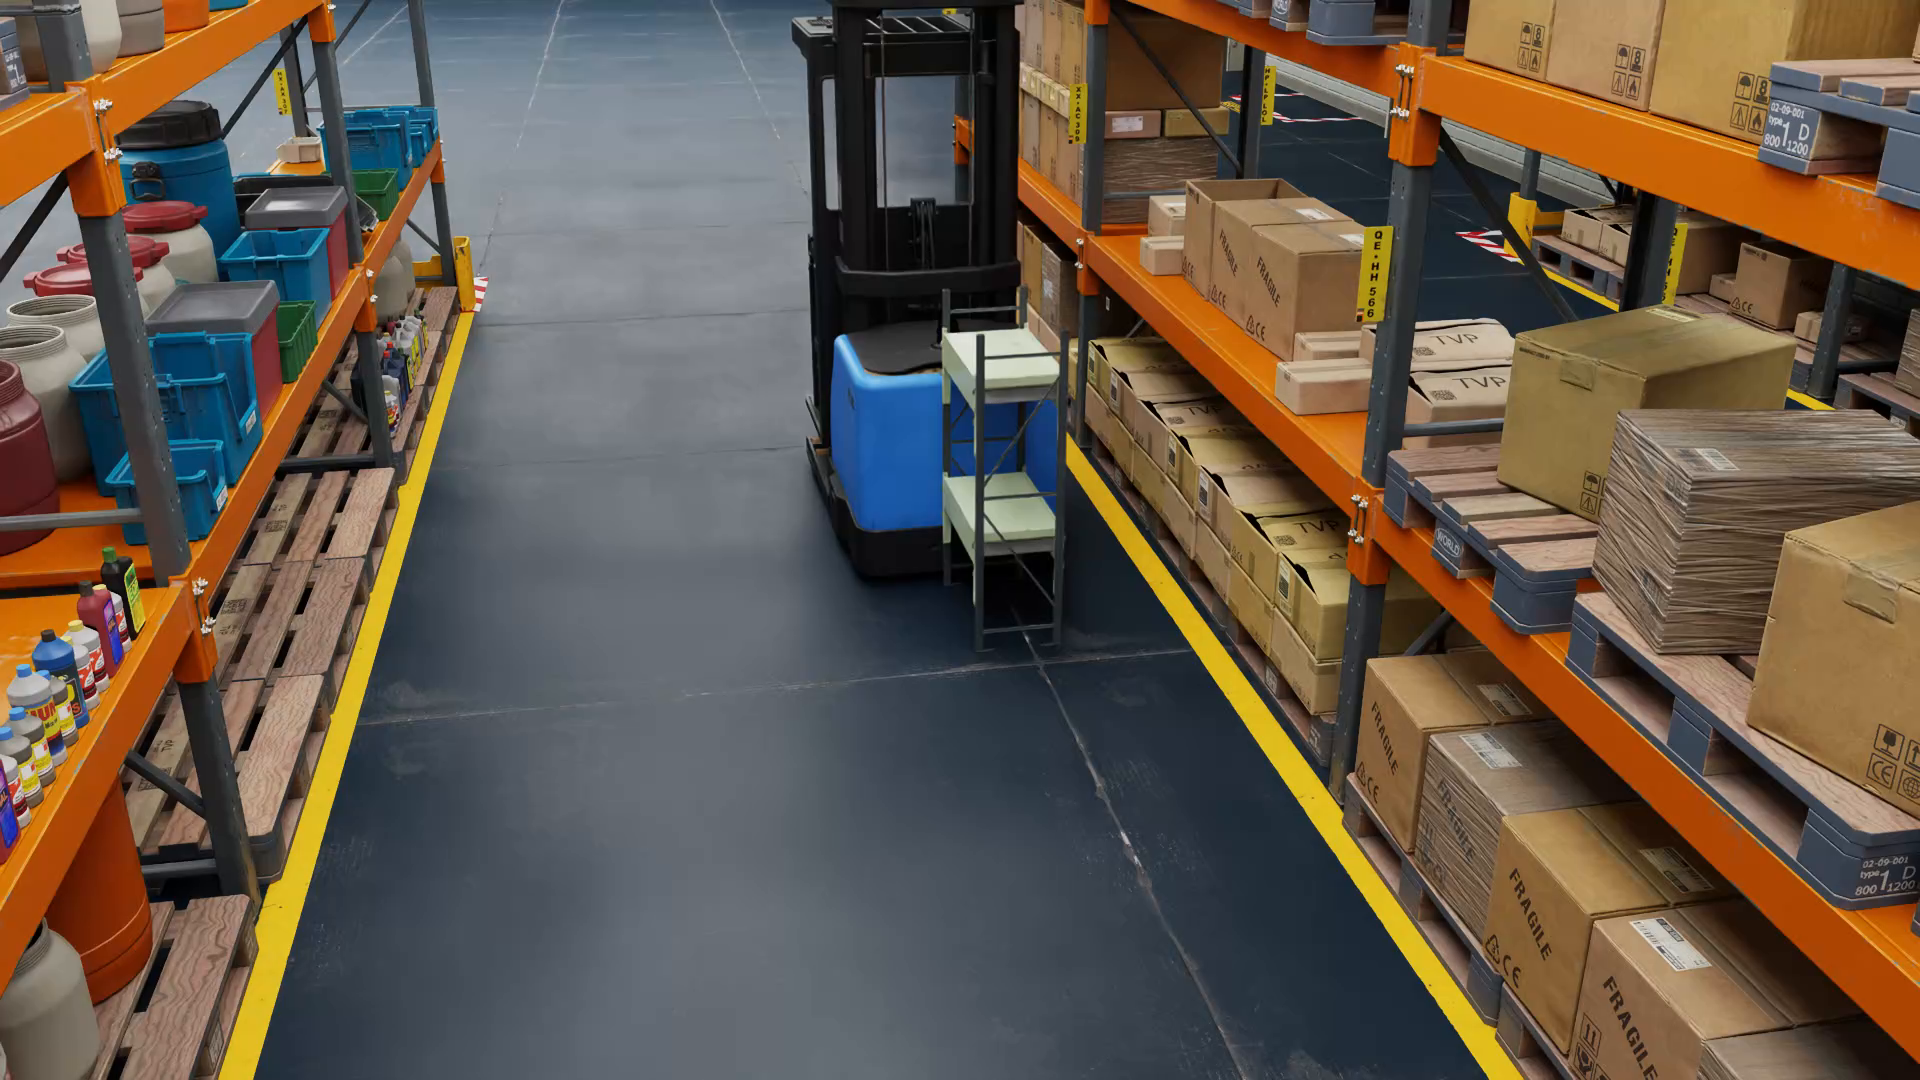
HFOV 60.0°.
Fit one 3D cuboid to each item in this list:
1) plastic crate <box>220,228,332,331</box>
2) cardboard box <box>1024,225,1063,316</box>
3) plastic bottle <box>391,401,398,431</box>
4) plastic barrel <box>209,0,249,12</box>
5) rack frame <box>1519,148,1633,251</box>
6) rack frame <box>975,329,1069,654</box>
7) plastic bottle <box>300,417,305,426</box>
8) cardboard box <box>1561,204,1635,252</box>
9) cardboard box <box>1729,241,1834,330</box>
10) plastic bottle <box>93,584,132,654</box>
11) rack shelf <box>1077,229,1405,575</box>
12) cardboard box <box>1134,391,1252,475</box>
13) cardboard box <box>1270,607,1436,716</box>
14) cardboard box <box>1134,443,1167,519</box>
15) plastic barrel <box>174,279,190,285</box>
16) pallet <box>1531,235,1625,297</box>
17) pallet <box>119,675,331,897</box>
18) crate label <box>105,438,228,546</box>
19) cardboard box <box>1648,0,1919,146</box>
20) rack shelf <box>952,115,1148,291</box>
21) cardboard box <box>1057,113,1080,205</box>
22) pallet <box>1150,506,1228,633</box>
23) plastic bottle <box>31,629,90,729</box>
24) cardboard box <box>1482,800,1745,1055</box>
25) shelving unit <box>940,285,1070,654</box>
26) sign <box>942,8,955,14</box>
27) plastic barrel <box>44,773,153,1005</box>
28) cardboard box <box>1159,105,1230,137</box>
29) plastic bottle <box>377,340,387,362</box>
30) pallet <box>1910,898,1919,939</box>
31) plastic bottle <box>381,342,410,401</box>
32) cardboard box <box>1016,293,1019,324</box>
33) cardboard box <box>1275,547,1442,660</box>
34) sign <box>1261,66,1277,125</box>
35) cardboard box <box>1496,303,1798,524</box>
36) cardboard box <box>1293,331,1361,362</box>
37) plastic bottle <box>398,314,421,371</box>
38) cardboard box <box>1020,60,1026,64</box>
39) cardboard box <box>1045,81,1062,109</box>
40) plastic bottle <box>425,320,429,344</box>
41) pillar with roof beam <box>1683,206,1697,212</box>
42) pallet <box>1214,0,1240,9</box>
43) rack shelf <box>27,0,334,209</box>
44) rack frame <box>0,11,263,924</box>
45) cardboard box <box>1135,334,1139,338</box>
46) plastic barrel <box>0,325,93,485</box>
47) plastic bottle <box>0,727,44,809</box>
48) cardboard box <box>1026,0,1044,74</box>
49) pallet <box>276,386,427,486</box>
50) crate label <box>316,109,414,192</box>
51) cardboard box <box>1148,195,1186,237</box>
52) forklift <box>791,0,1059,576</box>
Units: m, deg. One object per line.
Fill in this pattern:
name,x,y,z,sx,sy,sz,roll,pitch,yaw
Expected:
plastic crate,-3.158,-1.196,7.760,0.392,0.384,0.575,-4,24,-10
cardboard box,0.723,-1.815,11.132,0.500,0.500,0.500,-4,24,-10
plastic bottle,-3.314,-0.731,9.622,0.097,0.201,0.097,0,24,0
plastic barrel,-3.118,-2.520,6.397,0.600,0.901,0.708,-4,24,-10
rack frame,5.329,-3.920,13.978,1.000,3.000,0.127,-4,24,-10
rack frame,0.265,-0.189,7.310,0.400,1.500,0.023,-5,24,-11
plastic bottle,-3.928,-0.844,9.695,0.144,0.351,0.185,-4,24,-10
cardboard box,5.369,-2.611,13.790,0.500,0.311,0.500,-7,25,-16
cardboard box,5.837,-1.808,11.716,0.500,0.500,0.500,-6,24,-14
plastic bottle,-2.430,0.225,4.735,0.097,0.201,0.097,0,24,0
rack shelf,1.571,-0.862,7.876,1.077,0.370,4.000,-4,24,-10
cardboard box,1.217,-0.586,8.555,0.500,0.311,0.500,-5,24,-11
cardboard box,1.604,0.473,6.829,0.500,0.250,0.500,-4,24,-8
cardboard box,1.224,-0.330,8.667,0.500,0.250,0.500,-5,24,-11
plastic barrel,-3.574,-1.018,7.507,0.301,0.262,0.301,0,24,0
pallet,5.459,-2.290,13.730,1.003,0.211,1.213,-4,24,-10
pallet,-3.033,0.930,6.357,1.003,0.211,1.213,-4,24,-10
crate label,-2.637,-0.157,5.571,0.303,0.233,0.416,-4,24,-10
cardboard box,2.245,-1.252,3.995,0.910,0.500,0.500,-4,24,-10
rack shelf,0.831,-2.436,11.478,1.077,0.370,4.000,-4,24,-10
cardboard box,1.009,-2.406,10.386,0.700,0.500,0.500,-5,24,-10
pallet,1.605,0.067,8.333,1.003,0.211,1.213,-4,24,-10
plastic bottle,-2.352,0.360,4.338,0.097,0.271,0.097,0,24,0
cardboard box,1.934,1.142,4.961,0.500,0.500,0.500,-5,24,-10
shelving unit,0.191,-0.333,7.638,0.431,1.500,0.755,-5,24,-11
sign,-0.085,-3.946,12.858,0.100,0.325,0.005,-4,24,-10
plastic barrel,-2.821,0.953,5.007,0.600,0.830,0.708,-4,24,-10
cardboard box,1.342,-2.442,9.658,0.380,0.149,0.250,-4,24,-10
plastic bottle,-3.663,-1.136,10.457,0.152,0.276,0.135,-4,24,-10
pallet,2.640,0.933,3.105,1.003,0.211,1.213,-4,24,-10
plastic bottle,-3.444,-1.024,10.106,0.144,0.351,0.185,-5,24,-12
cardboard box,0.618,-1.667,11.730,0.500,0.250,0.500,-4,24,-10
cardboard box,1.602,0.217,6.715,0.500,0.311,0.500,-4,24,-8
sign,1.733,-2.517,9.418,0.100,0.325,0.005,-4,24,-10
cardboard box,2.168,-0.404,5.279,0.700,0.500,0.500,-13,27,-27
cardboard box,1.650,-0.788,7.120,0.380,0.149,0.250,-3,24,-6
plastic bottle,-3.557,-1.264,10.657,0.144,0.351,0.185,-3,24,-8
cardboard box,0.563,-3.219,11.436,0.380,0.149,0.250,-5,24,-10
cardboard box,0.754,-2.813,10.509,0.380,0.149,0.250,-4,24,-10
plastic bottle,-3.637,-1.416,11.192,0.097,0.201,0.097,0,24,0
pillar with roof beam,2.078,-6.140,11.564,9.100,9.000,0.400,-4,24,-10
pallet,1.518,-2.394,6.971,1.003,0.211,1.213,-3,24,-7
rack shelf,-3.298,-1.872,6.439,1.077,0.370,4.000,-4,24,-10
rack frame,-2.928,-0.040,5.095,1.000,3.000,0.127,-4,24,-10
cardboard box,1.326,-1.313,10.920,0.500,0.250,0.500,-4,24,-10
plastic barrel,-3.328,-0.480,5.963,0.421,0.512,0.421,0,24,0
plastic bottle,-2.280,0.545,4.002,0.097,0.201,0.097,0,24,0
cardboard box,0.834,-3.385,11.008,0.700,0.500,0.500,-4,24,-10
pallet,-3.751,-0.603,9.867,1.003,0.211,1.213,-4,24,-10
crate label,-3.801,-2.499,10.681,0.502,0.435,0.616,-4,24,-10
cardboard box,1.335,-1.720,9.127,0.500,0.250,0.500,-3,24,-6
forklift,-0.286,-1.727,9.042,1.130,2.935,3.031,-5,24,-11
